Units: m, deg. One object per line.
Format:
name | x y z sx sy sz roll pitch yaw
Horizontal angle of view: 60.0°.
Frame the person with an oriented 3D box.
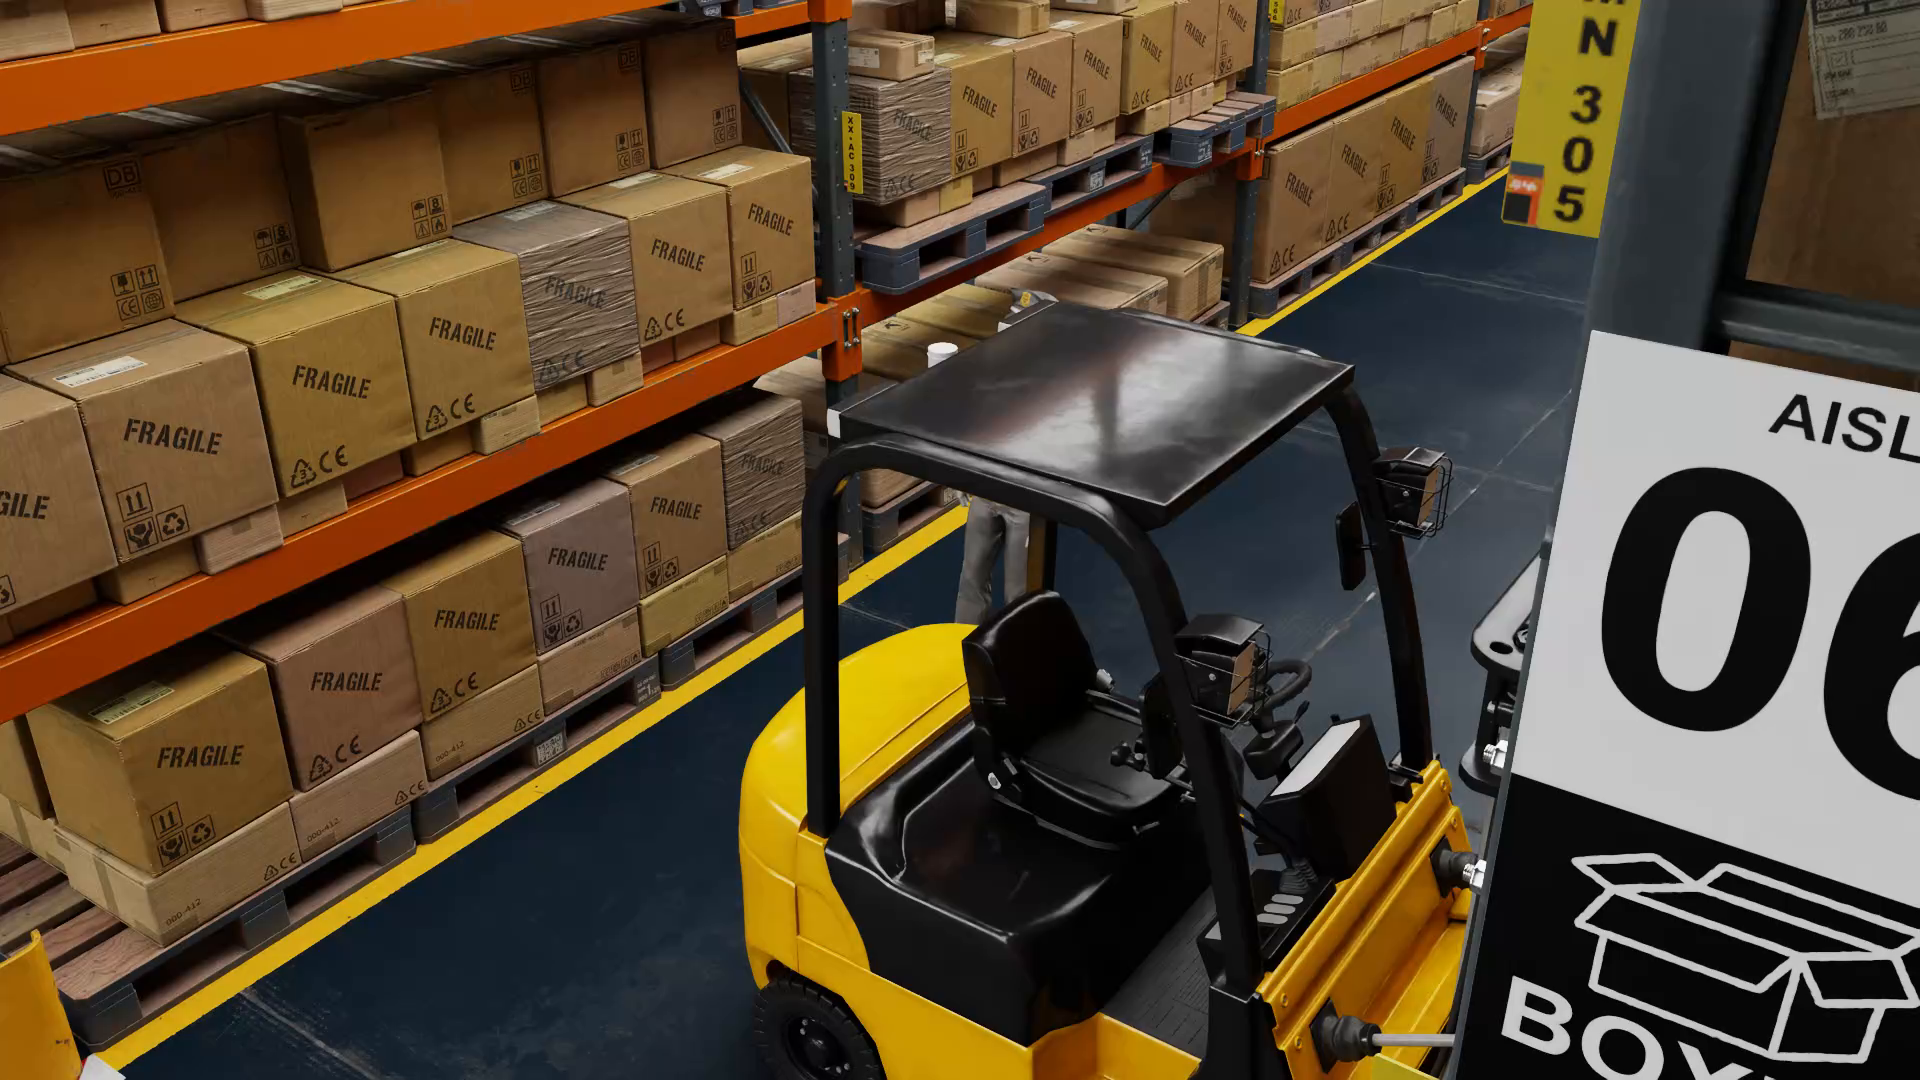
person | 0.155 -0.150 6.353 0.533 1.696 0.587 -19 32 -32
